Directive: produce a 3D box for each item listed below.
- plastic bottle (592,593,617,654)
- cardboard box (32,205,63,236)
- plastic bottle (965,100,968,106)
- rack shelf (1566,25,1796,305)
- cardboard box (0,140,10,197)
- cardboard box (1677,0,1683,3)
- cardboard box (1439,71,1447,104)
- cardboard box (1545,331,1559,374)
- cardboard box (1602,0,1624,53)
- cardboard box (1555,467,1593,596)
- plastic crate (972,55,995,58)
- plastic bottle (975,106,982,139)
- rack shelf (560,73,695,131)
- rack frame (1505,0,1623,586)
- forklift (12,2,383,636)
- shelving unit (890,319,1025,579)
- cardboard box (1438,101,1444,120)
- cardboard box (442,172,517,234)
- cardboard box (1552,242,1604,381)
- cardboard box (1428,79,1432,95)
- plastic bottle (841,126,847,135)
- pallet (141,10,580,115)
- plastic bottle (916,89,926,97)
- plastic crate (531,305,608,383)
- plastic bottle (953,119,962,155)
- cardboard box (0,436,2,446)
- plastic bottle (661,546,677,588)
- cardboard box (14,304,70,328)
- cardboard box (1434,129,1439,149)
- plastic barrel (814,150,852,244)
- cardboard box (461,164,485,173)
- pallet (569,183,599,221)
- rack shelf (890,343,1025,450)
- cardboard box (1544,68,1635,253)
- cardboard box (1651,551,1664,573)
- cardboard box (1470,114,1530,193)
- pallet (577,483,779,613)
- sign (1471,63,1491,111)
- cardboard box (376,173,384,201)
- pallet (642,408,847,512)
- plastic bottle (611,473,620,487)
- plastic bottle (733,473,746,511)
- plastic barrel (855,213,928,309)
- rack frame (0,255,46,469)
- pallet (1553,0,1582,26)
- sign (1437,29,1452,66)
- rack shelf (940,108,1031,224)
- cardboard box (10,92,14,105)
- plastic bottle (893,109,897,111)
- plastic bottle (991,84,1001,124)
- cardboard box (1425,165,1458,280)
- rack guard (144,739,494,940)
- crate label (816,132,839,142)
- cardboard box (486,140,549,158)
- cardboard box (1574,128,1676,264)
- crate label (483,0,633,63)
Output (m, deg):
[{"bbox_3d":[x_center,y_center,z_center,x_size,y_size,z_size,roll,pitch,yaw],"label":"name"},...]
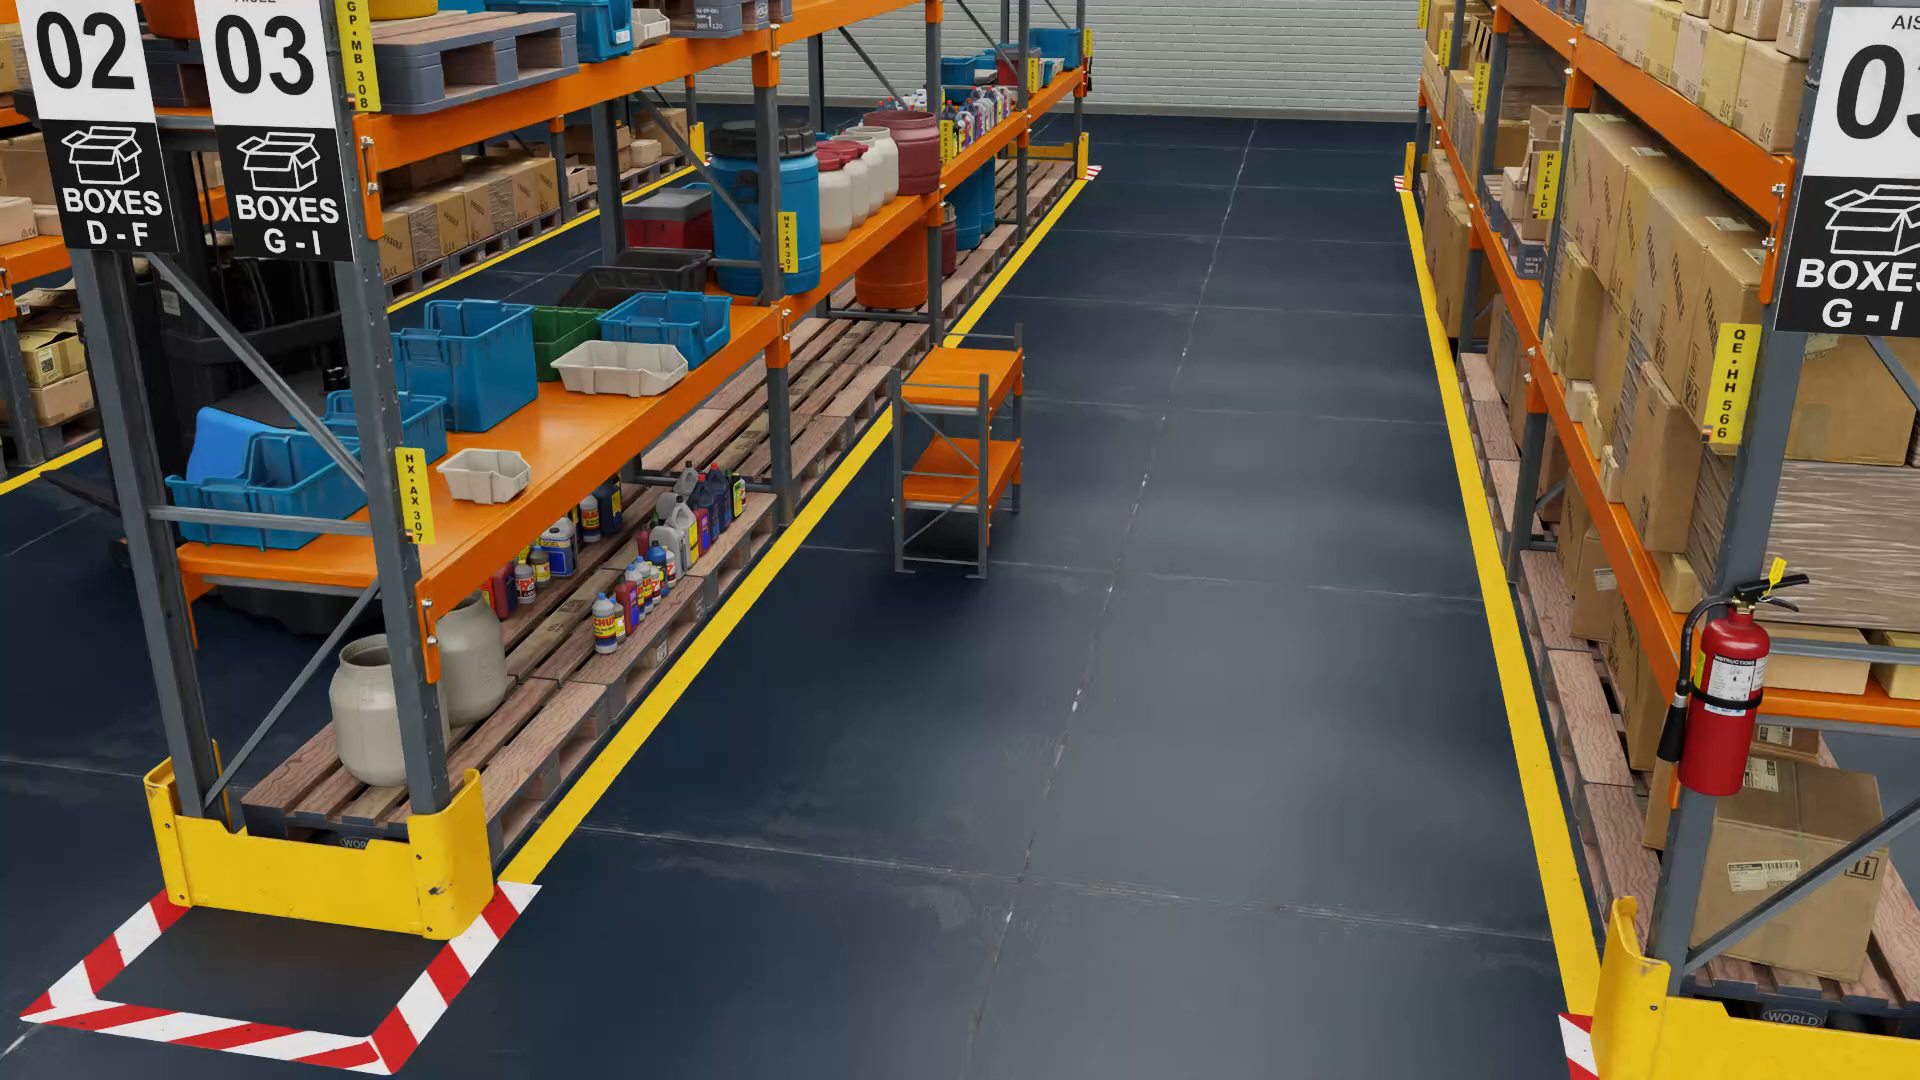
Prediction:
[{"bbox_3d":[-1.603,0.368,7.488,0.097,0.271,0.097,0,22,0],"label":"plastic bottle"},{"bbox_3d":[-5.929,-2.088,10.859,0.380,0.149,0.250,4,22,11],"label":"cardboard box"},{"bbox_3d":[0.076,-3.850,15.070,0.097,0.271,0.097,0,22,0],"label":"plastic bottle"},{"bbox_3d":[2.979,-1.466,5.926,1.077,0.370,4.000,4,22,11],"label":"rack shelf"},{"bbox_3d":[-9.880,-3.512,16.373,0.750,0.750,0.750,4,22,11],"label":"cardboard box"},{"bbox_3d":[2.771,-1.974,5.893,0.380,0.149,0.250,5,22,12],"label":"cardboard box"},{"bbox_3d":[4.853,-4.315,15.856,0.500,0.250,0.500,4,22,10],"label":"cardboard box"},{"bbox_3d":[2.985,-0.877,7.852,0.380,0.149,0.250,4,22,11],"label":"cardboard box"},{"bbox_3d":[2.942,-2.122,6.794,0.500,0.250,0.500,4,22,10],"label":"cardboard box"},{"bbox_3d":[3.267,-0.032,8.201,0.500,0.500,0.500,4,22,9],"label":"cardboard box"},{"bbox_3d":[0.346,-5.309,18.665,0.416,0.233,0.300,4,22,11],"label":"plastic crate"},{"bbox_3d":[0.152,-3.680,14.632,0.061,0.283,0.133,4,22,11],"label":"plastic bottle"},{"bbox_3d":[-4.269,-5.220,19.262,1.077,0.370,4.000,4,22,11],"label":"rack shelf"},{"bbox_3d":[3.387,-1.140,8.168,1.000,3.000,0.127,4,22,11],"label":"rack frame"},{"bbox_3d":[-3.976,-1.312,8.689,3.031,2.935,1.130,15,27,33],"label":"forklift"},{"bbox_3d":[0.001,-0.524,9.150,0.538,1.125,1.048,4,22,11],"label":"shelving unit"},{"bbox_3d":[4.761,-4.085,15.818,0.380,0.149,0.250,5,22,11],"label":"cardboard box"},{"bbox_3d":[-4.709,-3.301,16.291,0.500,0.500,0.500,5,22,12],"label":"cardboard box"},{"bbox_3d":[3.099,-0.984,7.249,0.875,0.500,0.500,4,22,11],"label":"cardboard box"},{"bbox_3d":[5.128,-4.744,17.455,0.380,0.149,0.250,4,22,10],"label":"cardboard box"},{"bbox_3d":[-0.933,-3.191,13.417,0.061,0.283,0.133,4,22,11],"label":"plastic bottle"},{"bbox_3d":[-2.013,-1.653,5.681,1.003,0.211,1.213,4,22,11],"label":"pallet"},{"bbox_3d":[-0.371,-4.111,15.713,0.152,0.276,0.135,4,22,11],"label":"plastic bottle"},{"bbox_3d":[-2.015,-0.944,7.966,0.450,0.188,0.662,4,22,11],"label":"plastic crate"},{"bbox_3d":[-0.027,-3.359,13.834,0.061,0.283,0.133,4,22,11],"label":"plastic bottle"},{"bbox_3d":[-6.190,-0.629,10.019,0.500,0.250,0.500,4,22,11],"label":"cardboard box"},{"bbox_3d":[-1.450,0.127,8.180,0.097,0.201,0.097,0,22,0],"label":"plastic bottle"},{"bbox_3d":[-6.408,-1.436,11.272,0.500,0.311,0.500,5,22,12],"label":"cardboard box"},{"bbox_3d":[5.598,-4.164,17.961,0.875,0.875,0.875,4,22,11],"label":"cardboard box"},{"bbox_3d":[-0.902,-2.182,10.573,0.433,0.535,0.433,0,22,0],"label":"plastic barrel"},{"bbox_3d":[-5.113,-3.512,16.816,0.500,0.500,0.500,5,22,12],"label":"cardboard box"},{"bbox_3d":[-4.536,-3.779,18.455,1.003,0.211,1.213,4,22,11],"label":"pallet"},{"bbox_3d":[0.001,-0.796,9.040,0.538,0.278,1.000,4,22,11],"label":"rack shelf"},{"bbox_3d":[3.687,-1.893,8.672,1.000,1.000,1.000,5,22,11],"label":"cardboard box"},{"bbox_3d":[2.546,0.043,5.568,0.380,0.149,0.250,4,22,11],"label":"cardboard box"},{"bbox_3d":[4.062,-2.848,12.277,0.500,0.500,0.500,5,23,13],"label":"cardboard box"},{"bbox_3d":[-1.639,0.019,9.024,1.003,0.211,1.213,4,22,11],"label":"pallet"},{"bbox_3d":[3.660,-3.181,11.686,0.100,0.325,0.005,4,22,11],"label":"sign"},{"bbox_3d":[-5.525,-3.132,14.869,0.500,0.250,0.500,5,23,13],"label":"cardboard box"},{"bbox_3d":[-1.339,-0.514,10.347,1.003,0.211,1.213,4,22,11],"label":"pallet"},{"bbox_3d":[-1.890,-0.250,9.006,0.061,0.283,0.133,4,22,11],"label":"plastic bottle"},{"bbox_3d":[-1.230,-0.267,9.158,0.097,0.201,0.097,0,22,0],"label":"plastic bottle"},{"bbox_3d":[-0.562,-2.348,13.512,0.600,0.830,0.708,4,22,11],"label":"plastic barrel"},{"bbox_3d":[-6.310,-1.896,10.046,1.000,3.000,0.127,4,22,11],"label":"rack frame"},{"bbox_3d":[3.618,-2.661,8.183,1.213,0.211,1.003,4,22,11],"label":"pallet"},{"bbox_3d":[4.476,-4.545,15.360,0.100,0.325,0.005,4,22,11],"label":"sign"},{"bbox_3d":[-0.237,-3.378,14.688,1.077,0.370,4.000,4,22,11],"label":"rack shelf"},{"bbox_3d":[-9.622,-4.484,16.782,0.380,0.149,0.250,4,22,9],"label":"cardboard box"},{"bbox_3d":[-0.568,-3.581,14.386,0.061,0.283,0.133,4,22,11],"label":"plastic bottle"},{"bbox_3d":[0.304,-4.059,15.483,0.144,0.351,0.185,4,22,11],"label":"plastic bottle"},{"bbox_3d":[4.727,-2.712,14.354,1.225,0.875,0.875,4,22,9],"label":"cardboard box"},{"bbox_3d":[-2.308,1.074,6.018,1.175,0.500,0.348,4,22,11],"label":"rack guard"},{"bbox_3d":[-1.113,-2.654,11.880,0.502,0.435,0.616,4,22,11],"label":"crate label"},{"bbox_3d":[-4.839,-4.096,18.267,0.500,0.500,0.500,4,22,11],"label":"cardboard box"},{"bbox_3d":[2.946,-1.460,7.092,0.500,0.500,0.500,4,22,11],"label":"cardboard box"},{"bbox_3d":[-1.572,-2.036,6.578,0.502,0.251,0.408,4,22,11],"label":"crate label"}]
